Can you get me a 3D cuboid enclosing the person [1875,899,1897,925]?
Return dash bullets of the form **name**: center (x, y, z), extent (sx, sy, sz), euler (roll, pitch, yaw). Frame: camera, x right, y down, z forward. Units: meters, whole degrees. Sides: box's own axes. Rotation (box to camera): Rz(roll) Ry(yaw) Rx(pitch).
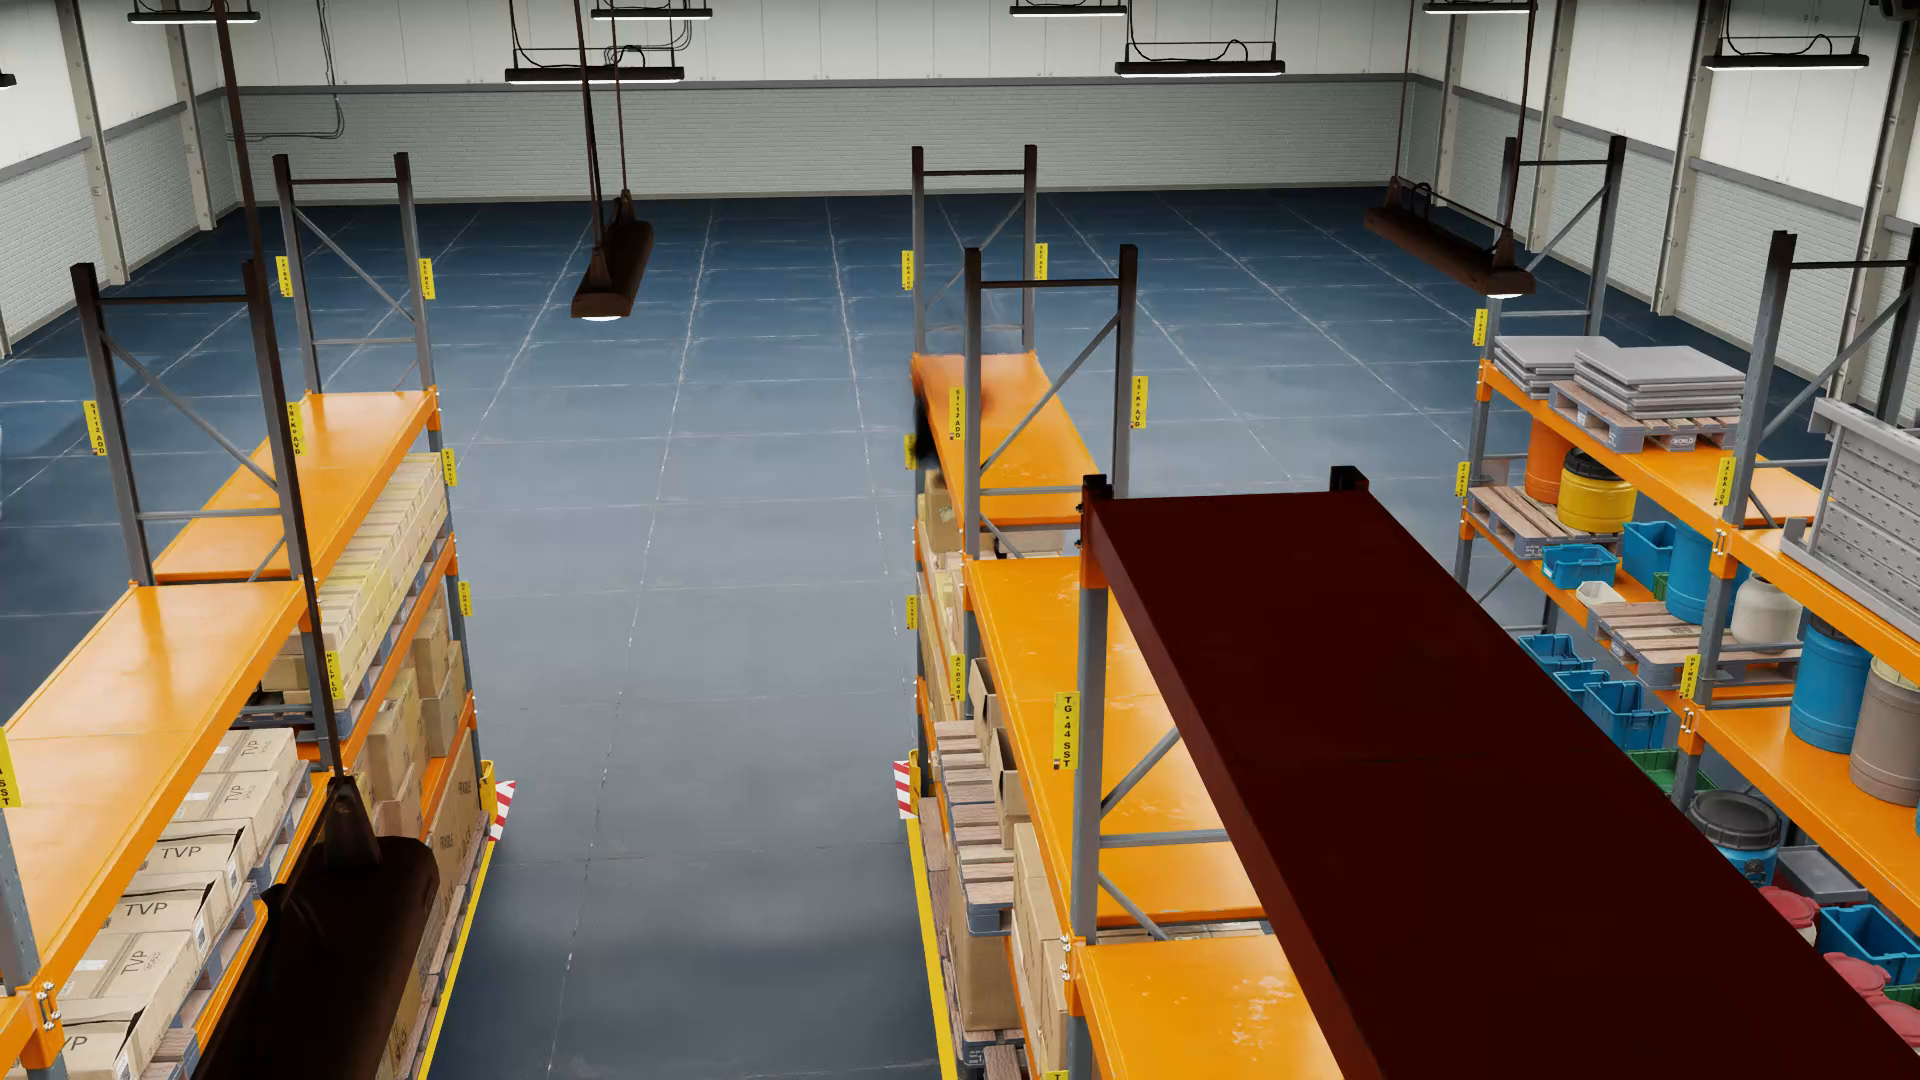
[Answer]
- **person**: center (7.375, 2.612, 12.764), extent (0.578, 1.663, 0.935), euler (-5, 22, -14)
